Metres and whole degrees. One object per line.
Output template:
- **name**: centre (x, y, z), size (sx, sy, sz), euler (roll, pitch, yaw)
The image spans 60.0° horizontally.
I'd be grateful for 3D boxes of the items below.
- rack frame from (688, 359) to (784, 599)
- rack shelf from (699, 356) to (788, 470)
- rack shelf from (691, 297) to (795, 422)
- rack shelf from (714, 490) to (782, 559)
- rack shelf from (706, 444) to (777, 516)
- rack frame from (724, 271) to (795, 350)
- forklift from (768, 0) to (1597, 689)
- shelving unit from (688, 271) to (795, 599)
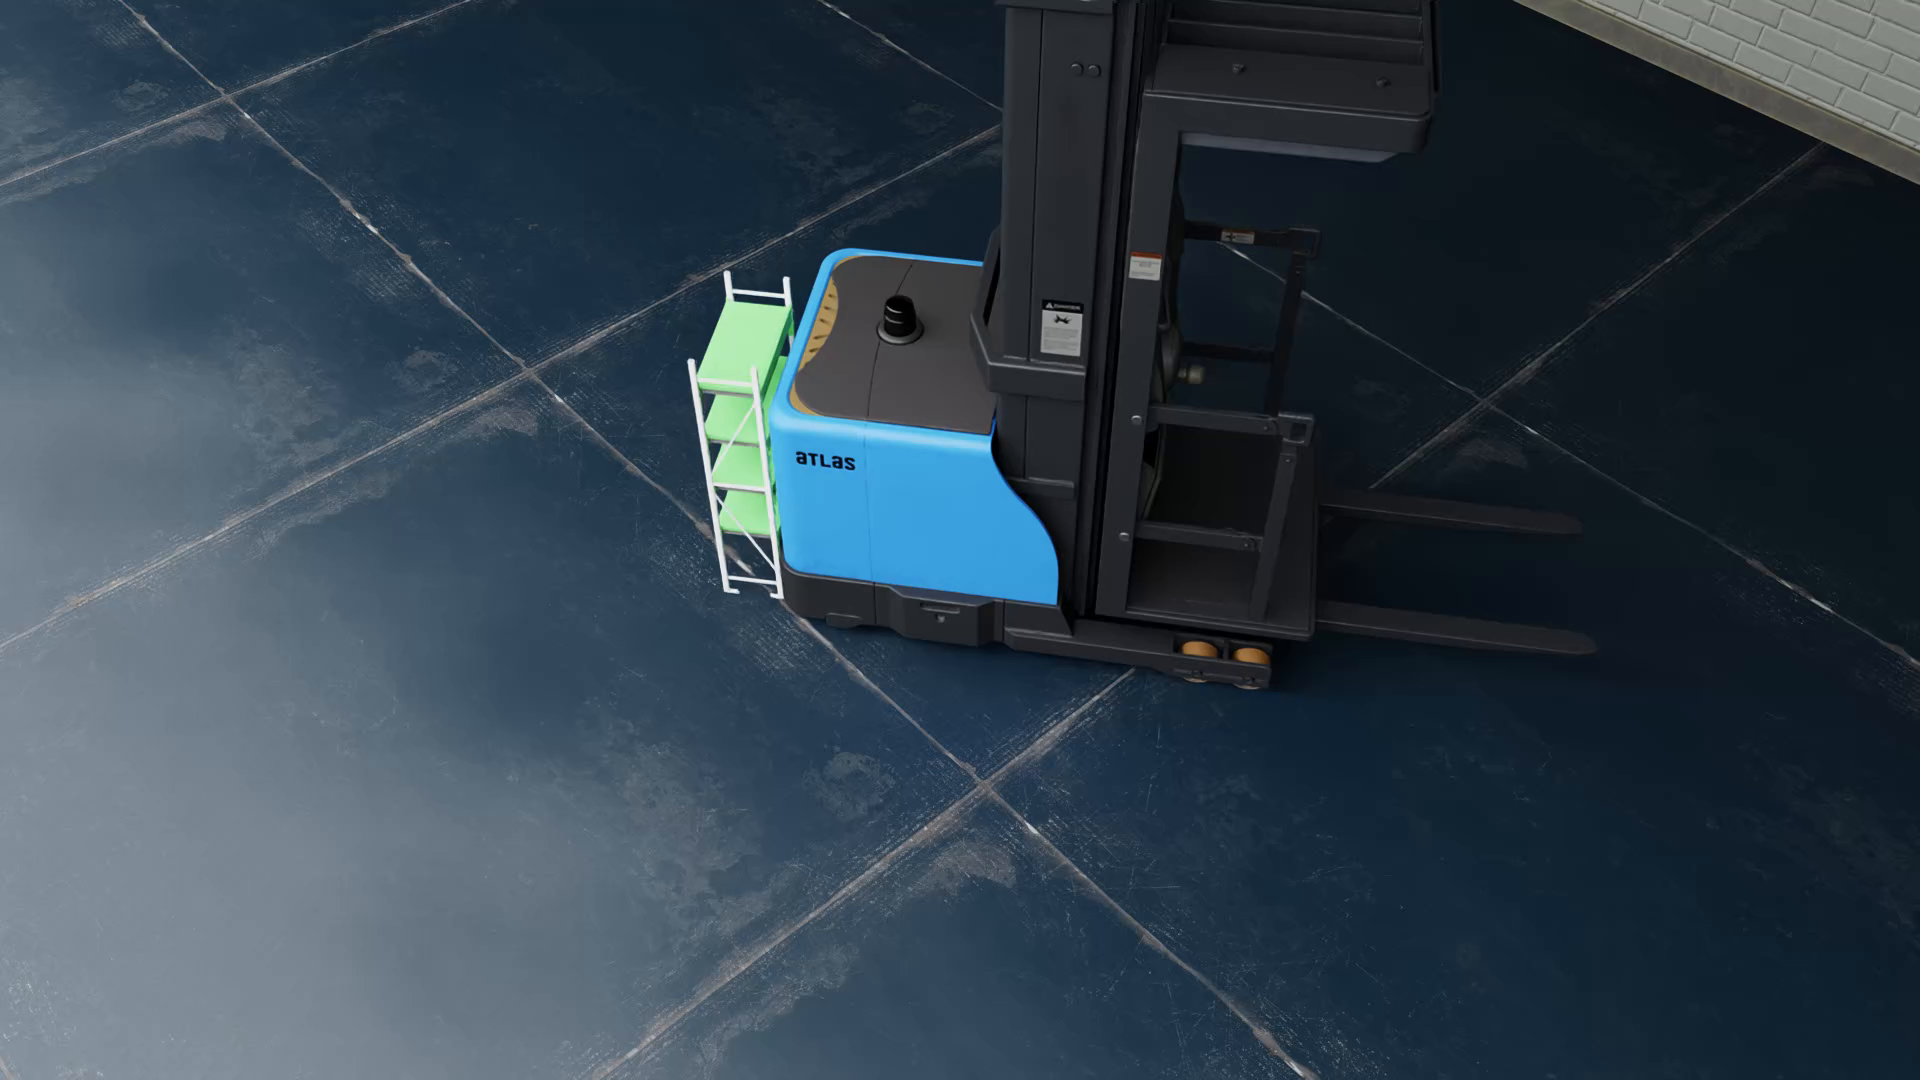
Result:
- **rack frame**: centre (-0.811, -0.194, 6.113), size (0.240, 1.200, 0.015), euler (7, 48, 6)
- **rack shelf**: centre (-0.772, -0.490, 6.147), size (0.258, 0.148, 0.480), euler (7, 48, 6)
- **rack shelf**: centre (-0.772, -0.653, 5.970), size (0.258, 0.148, 0.480), euler (7, 48, 6)
- **rack shelf**: centre (-0.772, -0.165, 6.499), size (0.258, 0.148, 0.480), euler (7, 48, 6)
- **rack shelf**: centre (-0.772, -0.328, 6.323), size (0.258, 0.148, 0.480), euler (7, 48, 6)
- **rack frame**: centre (-0.734, -0.548, 6.439), size (0.240, 1.200, 0.015), euler (7, 48, 6)
- **forklift**: centre (0.887, -0.859, 5.548), size (3.031, 2.935, 1.130), euler (7, 48, 6)
- **shelving unit**: centre (-0.772, -0.371, 6.276), size (0.258, 1.200, 0.503), euler (7, 48, 6)
